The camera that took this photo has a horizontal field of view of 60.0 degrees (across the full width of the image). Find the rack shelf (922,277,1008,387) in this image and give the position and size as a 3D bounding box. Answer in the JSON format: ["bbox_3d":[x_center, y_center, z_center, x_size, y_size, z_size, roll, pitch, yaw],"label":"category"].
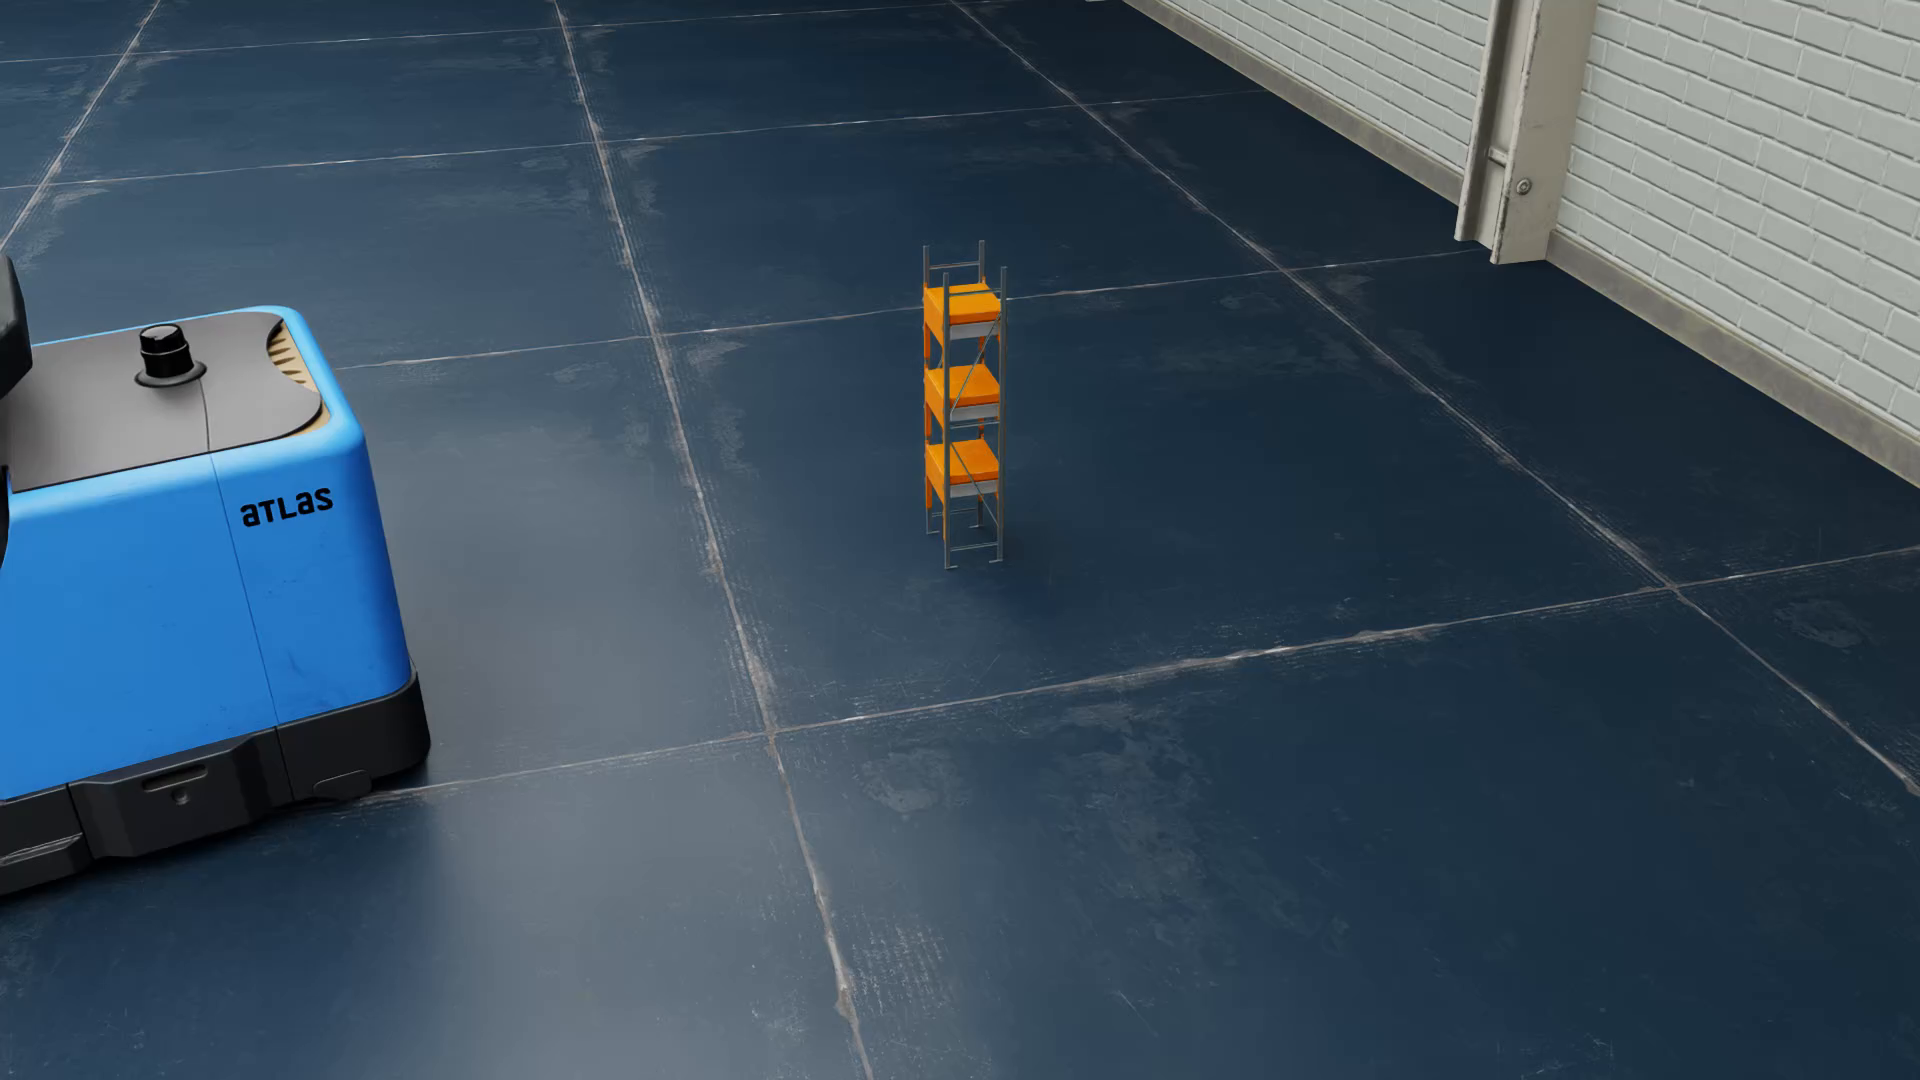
[{"bbox_3d":[0.014,-0.665,5.306,0.215,0.259,0.240,-8,31,-13],"label":"rack shelf"}]

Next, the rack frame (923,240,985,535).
[{"bbox_3d":[-0.018,-0.487,5.544,0.200,1.050,0.008,-8,31,-13],"label":"rack frame"}]

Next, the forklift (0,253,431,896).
[{"bbox_3d":[-3.011,-0.471,3.639,3.031,2.935,1.130,-15,33,-24],"label":"forklift"}]

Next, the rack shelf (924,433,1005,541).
[{"bbox_3d":[0.014,-0.179,5.587,0.215,0.259,0.240,-8,31,-13],"label":"rack shelf"}]

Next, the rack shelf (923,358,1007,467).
[{"bbox_3d":[0.014,-0.419,5.448,0.215,0.259,0.240,-8,31,-13],"label":"rack shelf"}]

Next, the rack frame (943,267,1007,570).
[{"bbox_3d":[0.047,-0.370,5.341,0.200,1.050,0.008,-8,31,-13],"label":"rack frame"}]

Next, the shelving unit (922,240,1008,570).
[{"bbox_3d":[0.014,-0.429,5.442,0.215,1.050,0.252,-8,31,-13],"label":"shelving unit"}]

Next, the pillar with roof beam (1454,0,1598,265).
[{"bbox_3d":[-1.461,-4.773,5.013,9.100,9.000,0.400,-8,31,-13],"label":"pillar with roof beam"}]
